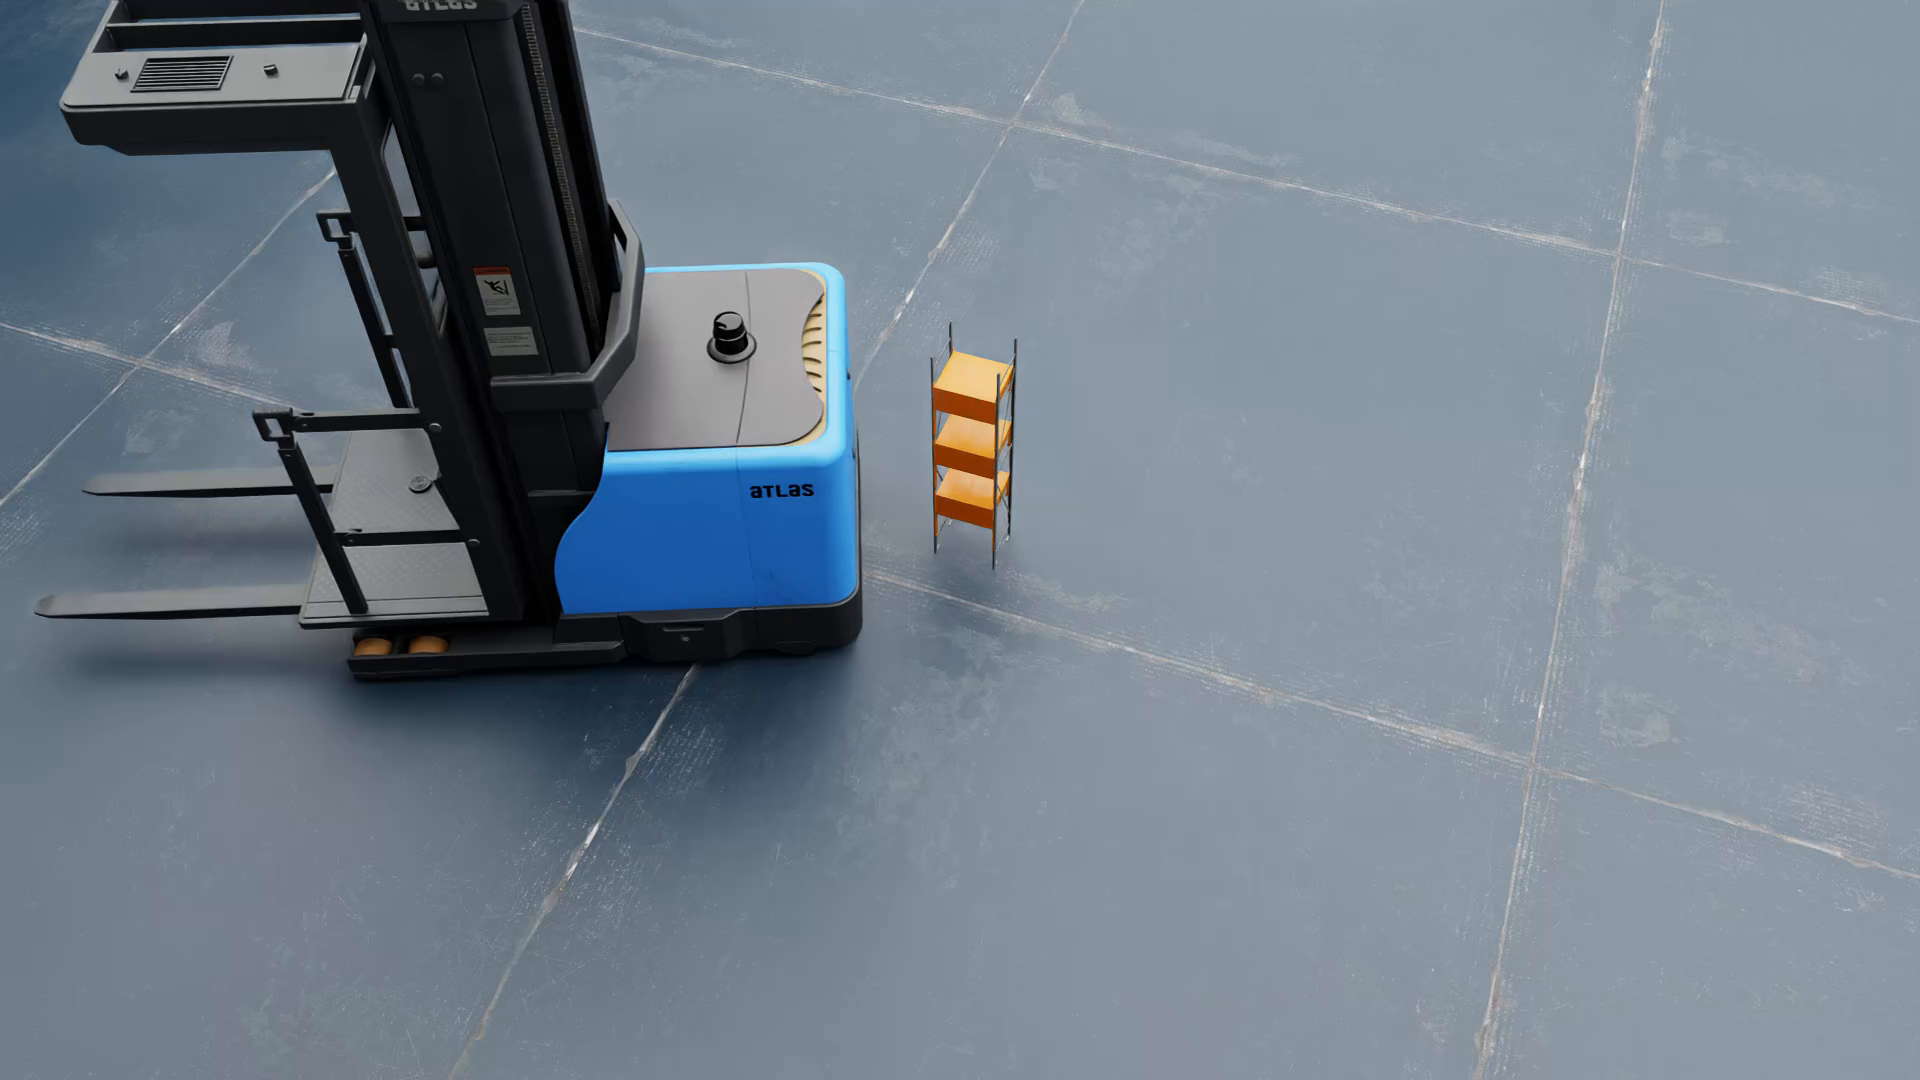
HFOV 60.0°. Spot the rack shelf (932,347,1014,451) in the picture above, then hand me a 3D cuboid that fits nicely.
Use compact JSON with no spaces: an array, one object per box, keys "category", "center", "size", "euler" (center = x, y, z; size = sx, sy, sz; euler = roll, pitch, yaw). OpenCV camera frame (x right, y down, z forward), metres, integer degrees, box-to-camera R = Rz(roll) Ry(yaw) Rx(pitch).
[{"category":"rack shelf","center":[0.050,-0.509,6.001],"size":[0.240,0.259,0.215],"euler":[16,51,13]}]

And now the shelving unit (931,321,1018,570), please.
[{"category":"shelving unit","center":[0.050,-0.330,6.208],"size":[0.252,1.050,0.215],"euler":[16,51,13]}]

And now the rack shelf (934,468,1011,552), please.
[{"category":"rack shelf","center":[0.050,-0.141,6.426],"size":[0.240,0.259,0.215],"euler":[16,51,13]}]

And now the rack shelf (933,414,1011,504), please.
[{"category":"rack shelf","center":[0.050,-0.323,6.216],"size":[0.240,0.259,0.215],"euler":[16,51,13]}]

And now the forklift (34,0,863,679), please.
[{"category":"forklift","center":[-1.901,-0.858,5.420],"size":[3.031,2.935,1.130],"euler":[-2,49,-2]}]

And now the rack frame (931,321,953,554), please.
[{"category":"rack frame","center":[-0.064,-0.362,6.235],"size":[0.008,1.050,0.200],"euler":[16,51,13]}]

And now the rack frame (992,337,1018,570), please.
[{"category":"rack frame","center":[0.165,-0.298,6.180],"size":[0.008,1.050,0.200],"euler":[16,51,13]}]
